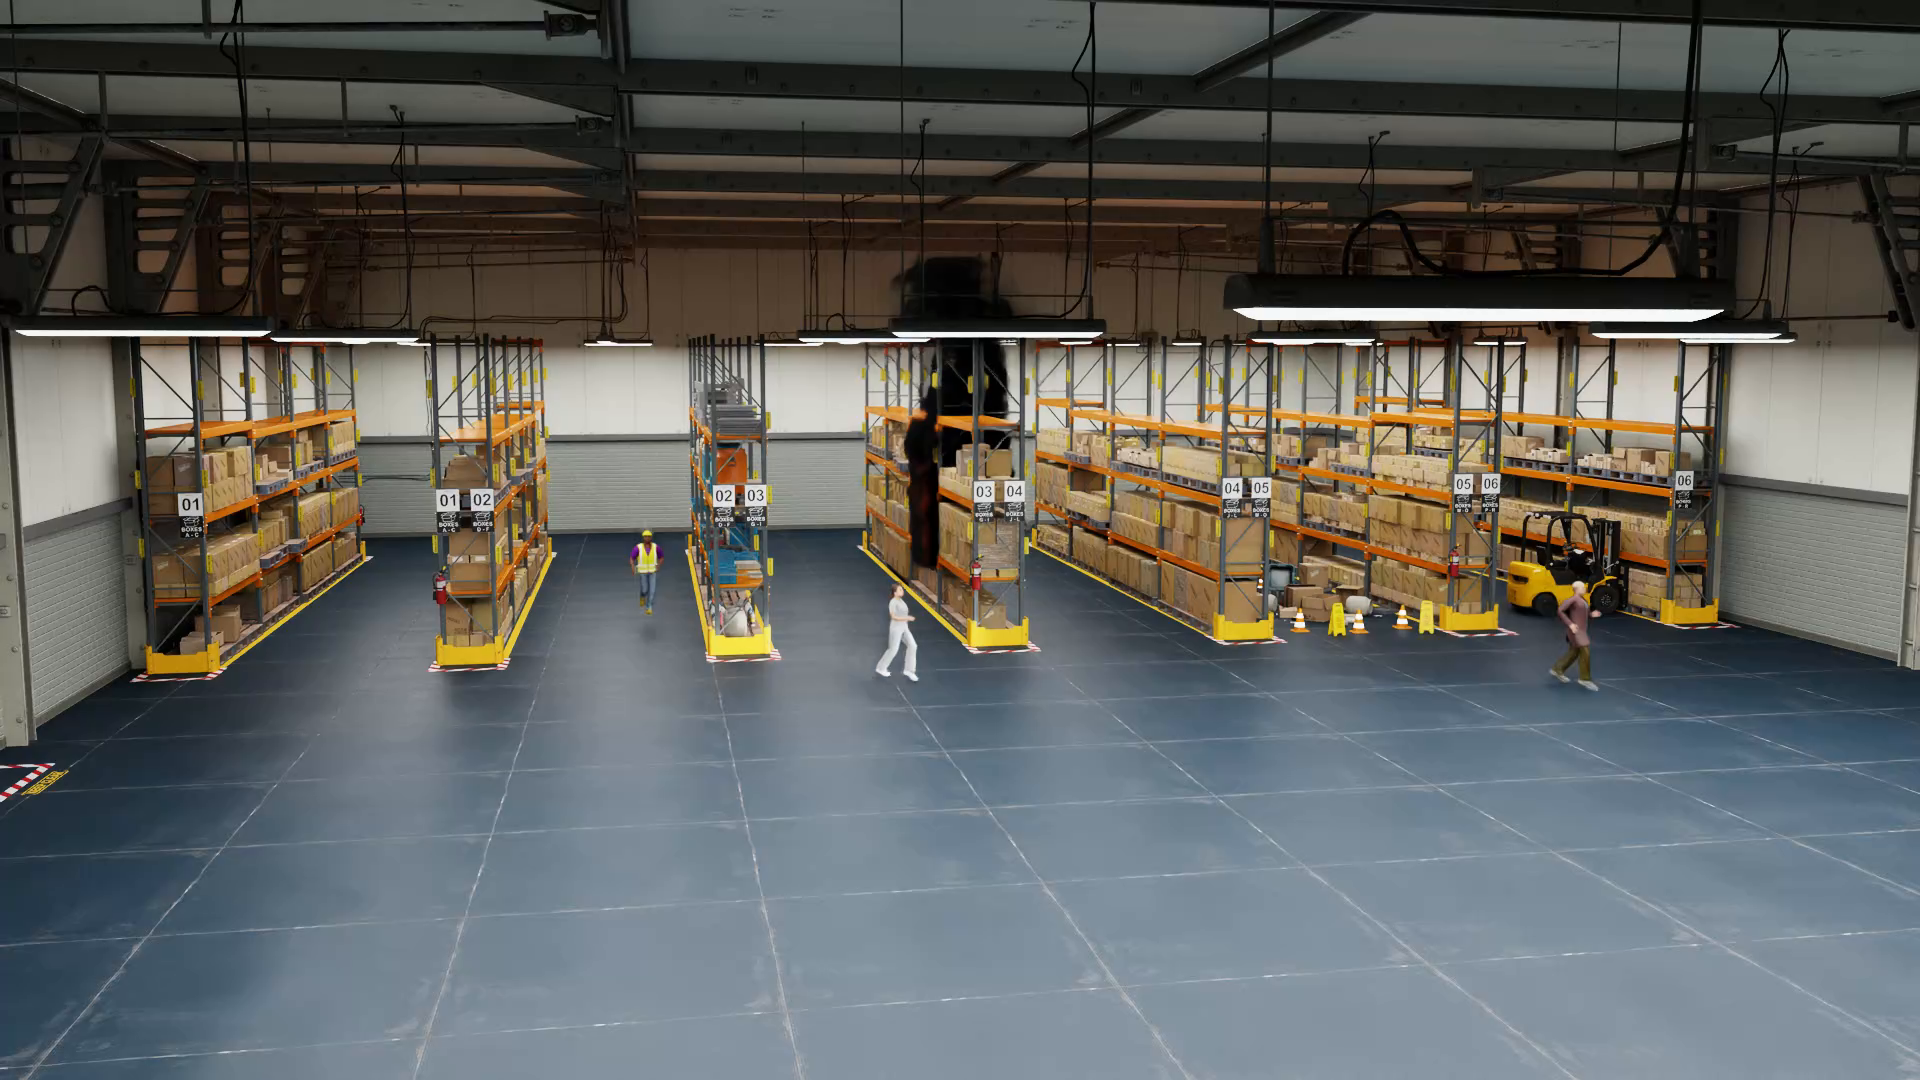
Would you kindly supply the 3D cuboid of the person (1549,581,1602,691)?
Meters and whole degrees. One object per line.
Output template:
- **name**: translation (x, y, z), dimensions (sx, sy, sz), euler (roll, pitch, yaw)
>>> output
- **person**: translation (10.457, 1.604, 28.240), dimensions (0.877, 1.823, 0.678), euler (4, 8, 34)

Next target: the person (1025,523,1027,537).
- **person**: translation (1.479, 0.074, 42.547), dimensions (0.446, 1.410, 0.960), euler (-2, 7, -16)

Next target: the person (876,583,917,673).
- **person**: translation (-1.100, 1.523, 28.885), dimensions (0.736, 1.560, 0.570), euler (3, 7, 24)

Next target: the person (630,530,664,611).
- **person**: translation (-6.410, 0.635, 34.170), dimensions (0.676, 1.666, 0.517), euler (-2, 7, -17)
